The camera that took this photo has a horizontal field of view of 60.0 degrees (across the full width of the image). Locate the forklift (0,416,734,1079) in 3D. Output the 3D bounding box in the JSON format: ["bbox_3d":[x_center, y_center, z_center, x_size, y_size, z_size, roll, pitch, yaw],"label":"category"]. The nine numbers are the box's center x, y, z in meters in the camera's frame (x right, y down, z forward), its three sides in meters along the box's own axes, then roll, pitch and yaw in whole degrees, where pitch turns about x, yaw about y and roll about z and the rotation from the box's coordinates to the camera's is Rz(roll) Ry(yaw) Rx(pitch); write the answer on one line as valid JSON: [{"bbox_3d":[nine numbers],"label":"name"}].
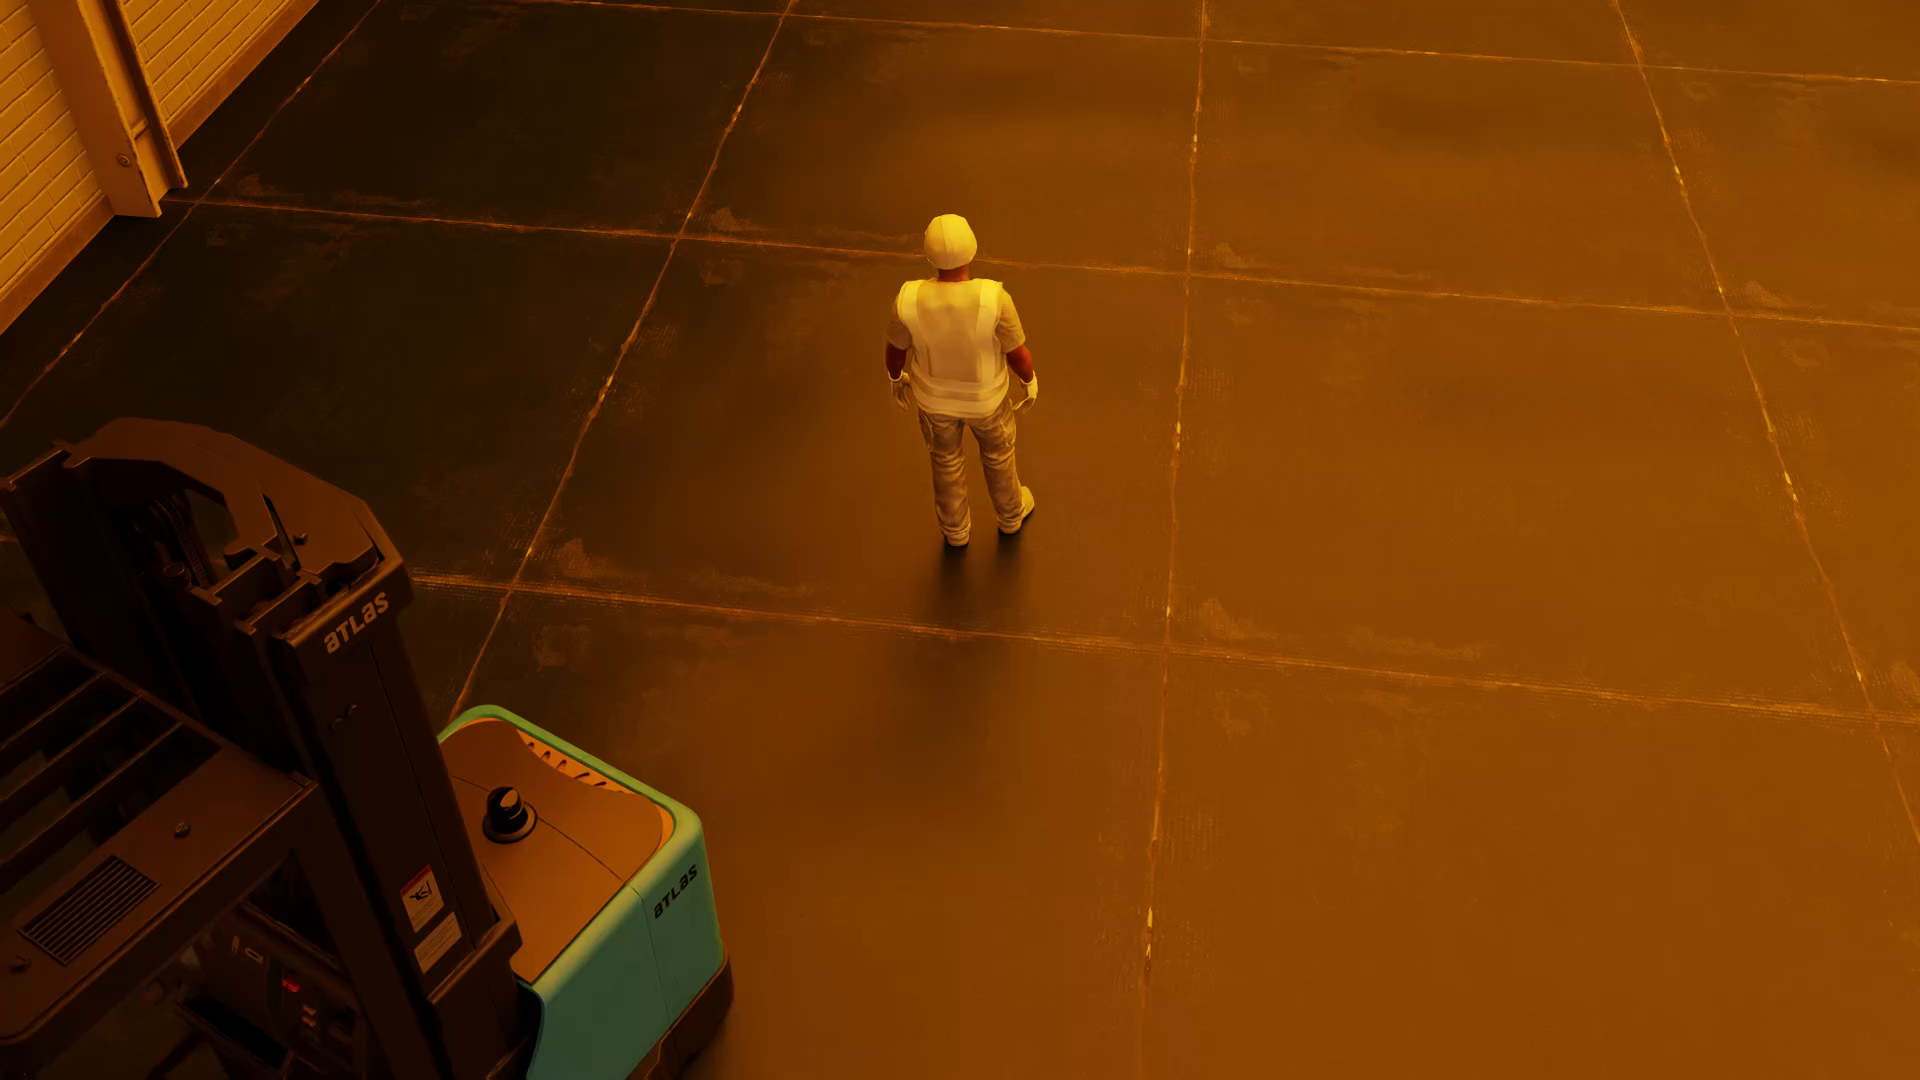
[{"bbox_3d":[-2.023,1.271,4.341,1.130,2.935,3.031,23,47,23],"label":"forklift"}]

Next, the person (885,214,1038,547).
[{"bbox_3d":[0.018,-0.710,7.335,0.657,1.785,0.575,5,43,6],"label":"person"}]
